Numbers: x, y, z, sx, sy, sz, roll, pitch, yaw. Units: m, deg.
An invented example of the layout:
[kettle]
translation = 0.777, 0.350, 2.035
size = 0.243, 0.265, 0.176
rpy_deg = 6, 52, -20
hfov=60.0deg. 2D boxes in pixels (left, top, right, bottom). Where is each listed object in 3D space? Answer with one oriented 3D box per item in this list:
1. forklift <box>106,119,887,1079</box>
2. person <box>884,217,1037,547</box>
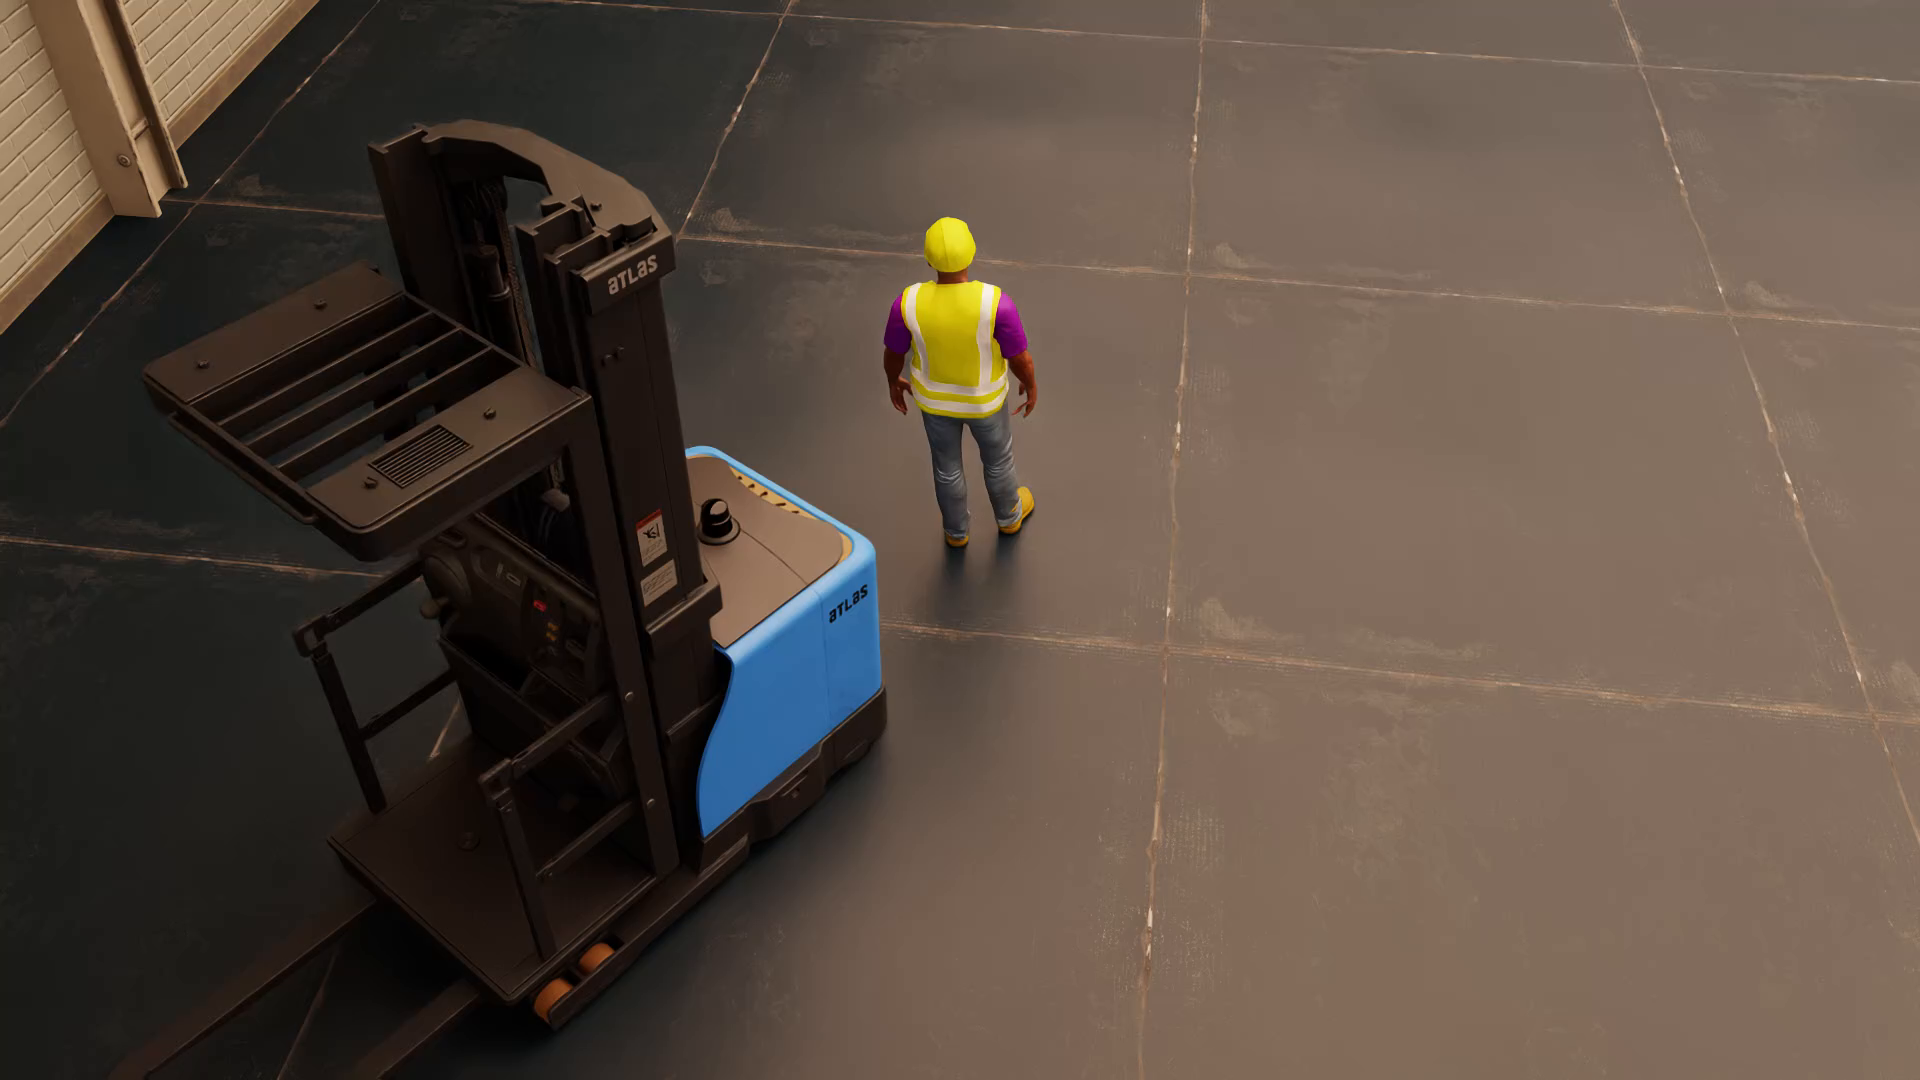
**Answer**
[forklift]
translation = -1.640, 0.275, 5.425
size = 1.130, 2.935, 3.031
rpy_deg = 30, 50, 28
[person]
translation = 0.014, -0.702, 7.340
size = 0.665, 1.769, 0.574
rpy_deg = 5, 43, 6
